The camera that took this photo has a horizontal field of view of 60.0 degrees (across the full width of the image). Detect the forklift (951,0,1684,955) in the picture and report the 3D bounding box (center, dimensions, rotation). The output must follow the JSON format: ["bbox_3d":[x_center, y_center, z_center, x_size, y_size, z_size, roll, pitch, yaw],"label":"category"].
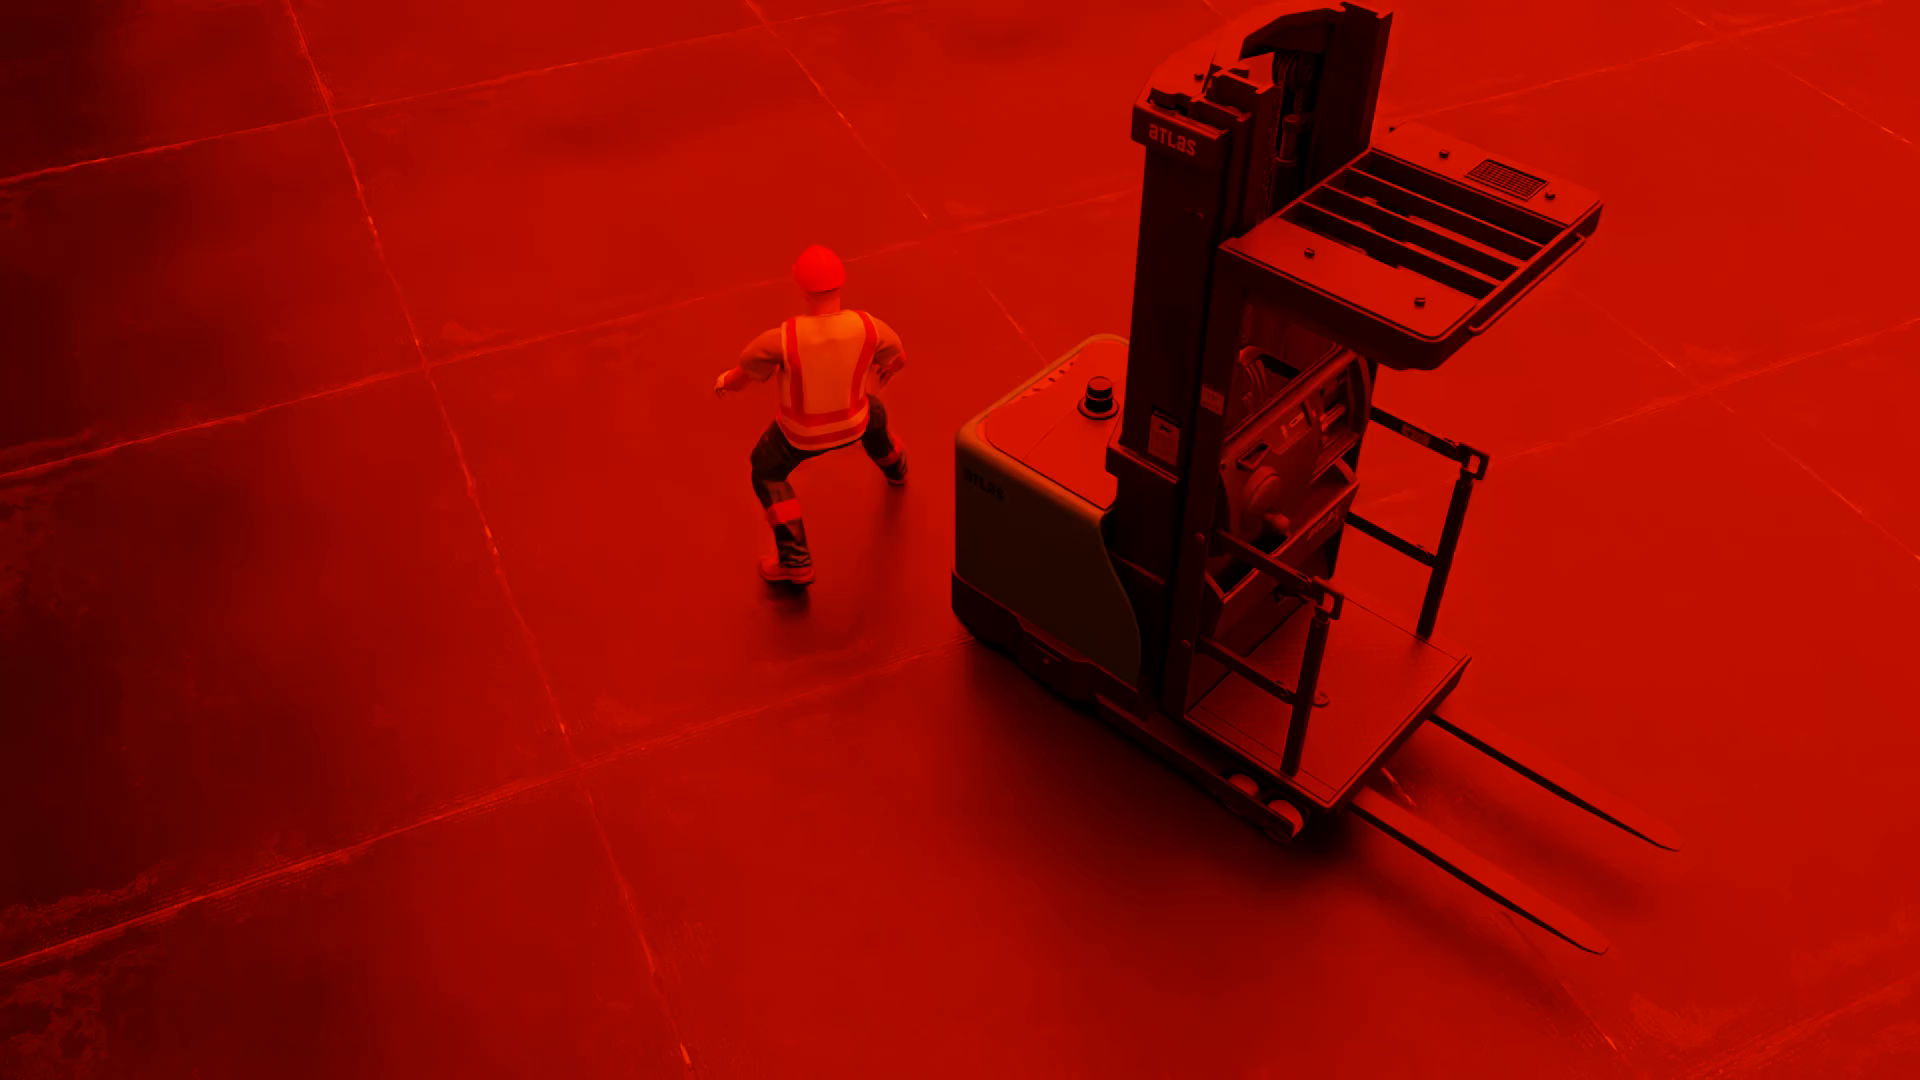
[{"bbox_3d":[1.391,-0.294,5.995,3.031,2.935,1.130,32,52,29],"label":"forklift"}]

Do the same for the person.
[{"bbox_3d":[-0.612,-0.679,7.373,0.932,1.628,0.918,-11,44,-12],"label":"person"}]
